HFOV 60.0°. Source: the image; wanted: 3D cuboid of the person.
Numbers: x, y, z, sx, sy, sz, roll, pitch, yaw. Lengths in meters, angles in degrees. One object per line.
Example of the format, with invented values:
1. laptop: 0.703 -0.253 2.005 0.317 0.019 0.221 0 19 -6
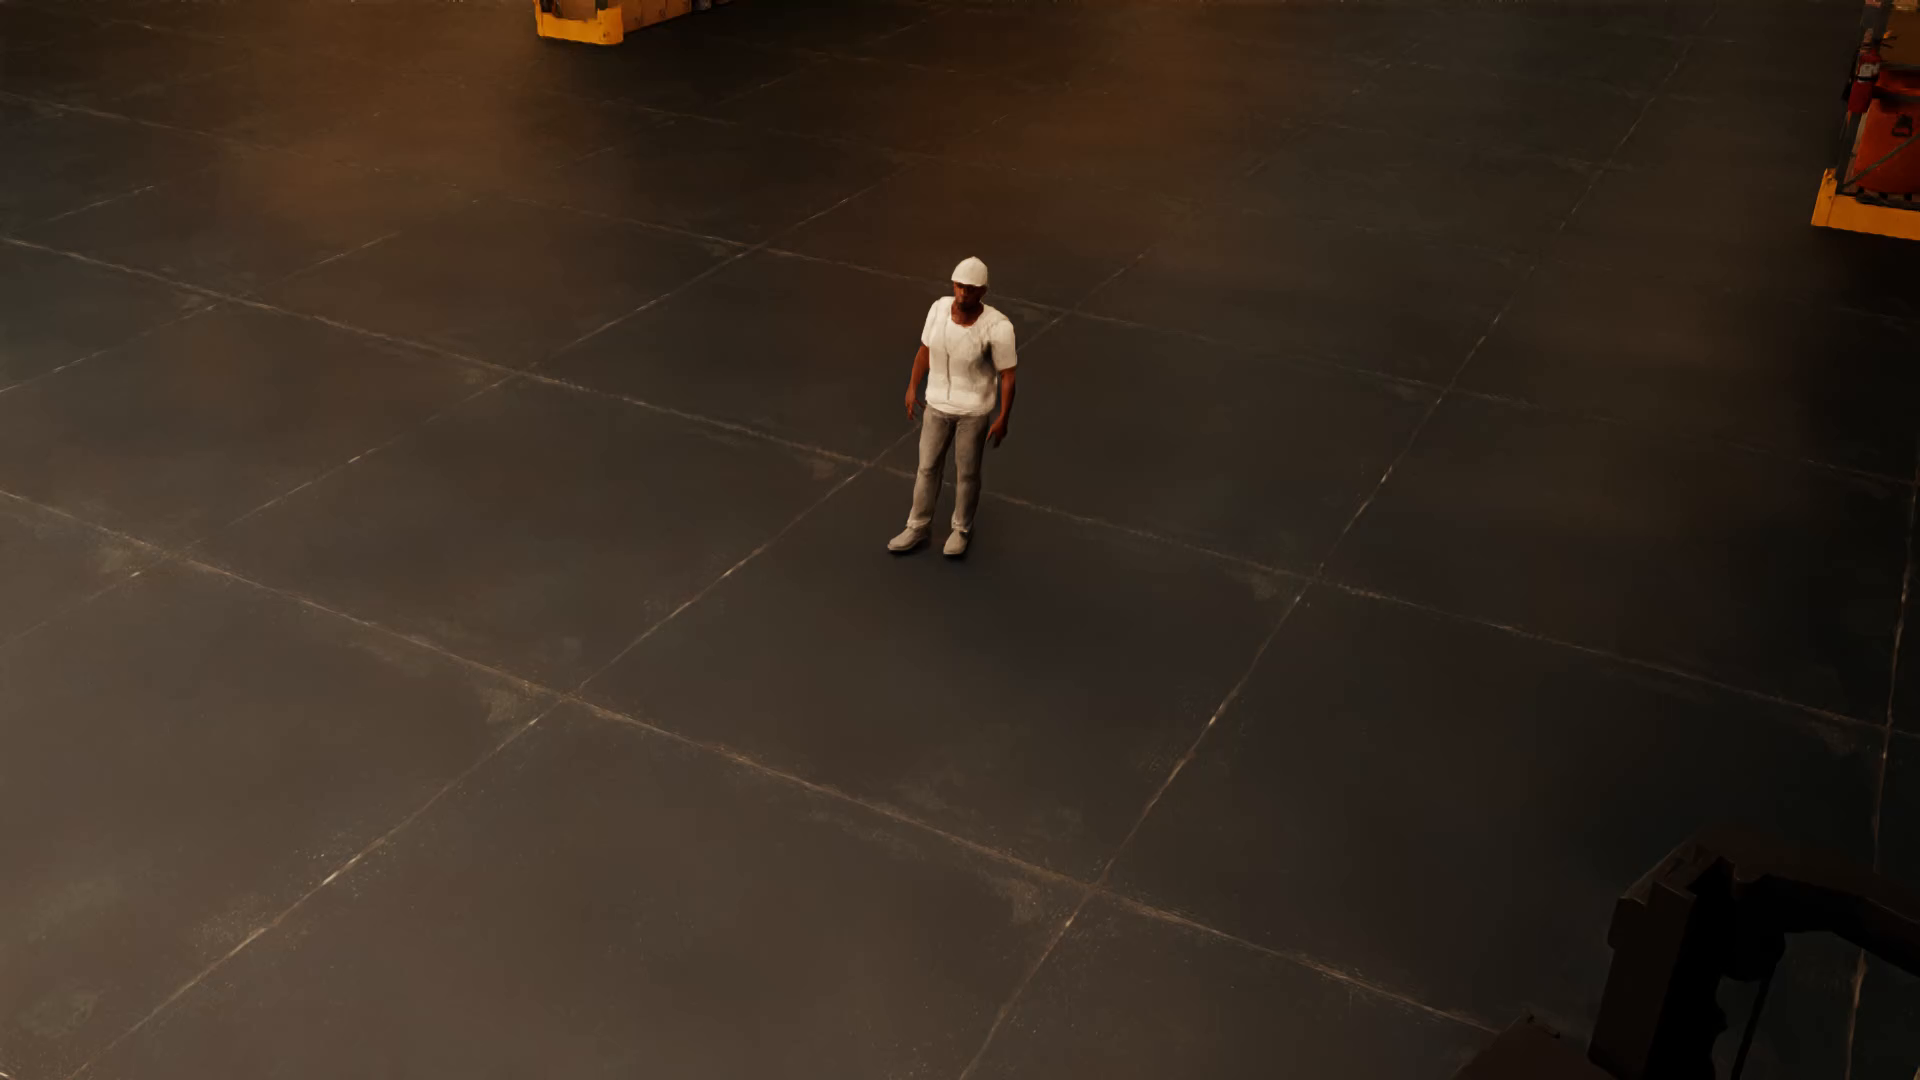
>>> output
1. person: -0.039 -0.742 9.507 0.665 1.766 0.576 15 33 25

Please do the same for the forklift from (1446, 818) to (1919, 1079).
1. forklift: 1.271 2.144 3.355 3.031 2.935 1.130 -24 37 -35
